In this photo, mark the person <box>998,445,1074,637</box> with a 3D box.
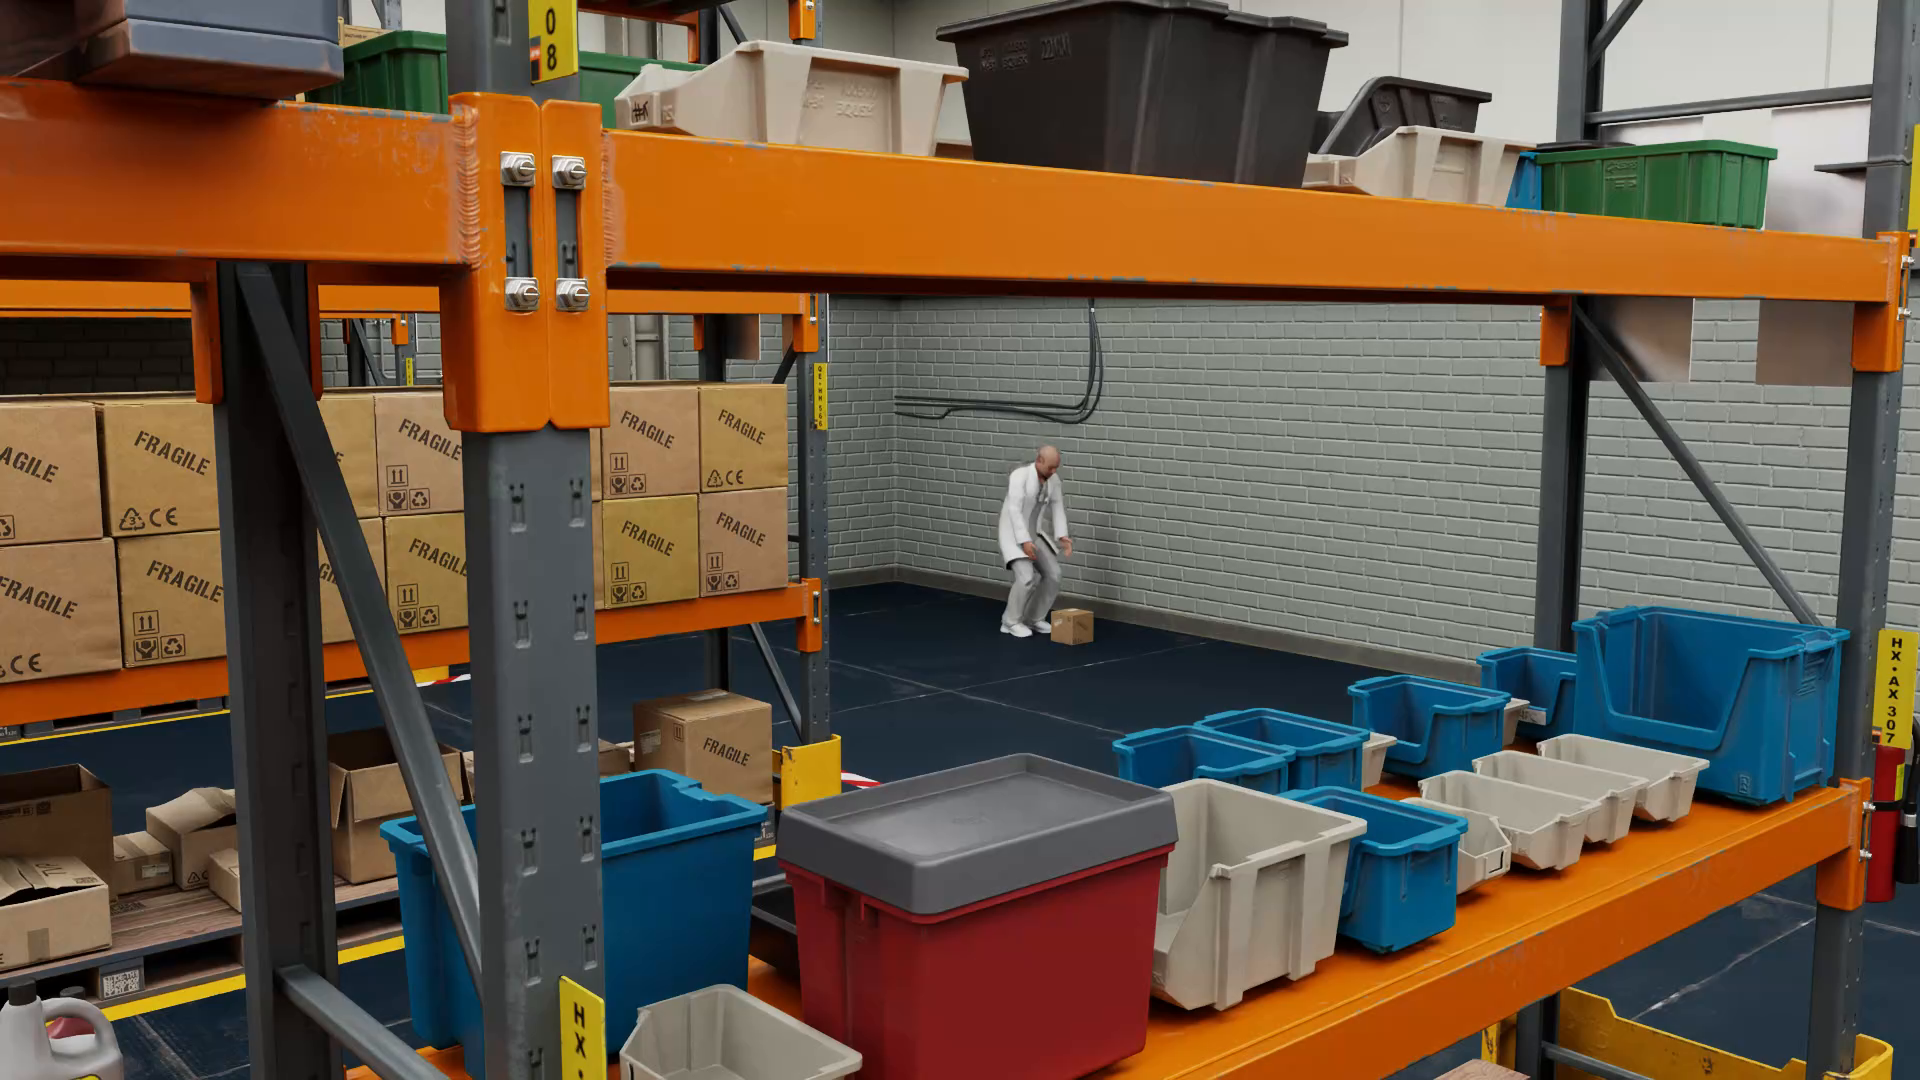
[{"bbox_3d":[0.618,0.000,14.069,0.621,1.601,0.564,-6,9,-40],"label":"person"}]
